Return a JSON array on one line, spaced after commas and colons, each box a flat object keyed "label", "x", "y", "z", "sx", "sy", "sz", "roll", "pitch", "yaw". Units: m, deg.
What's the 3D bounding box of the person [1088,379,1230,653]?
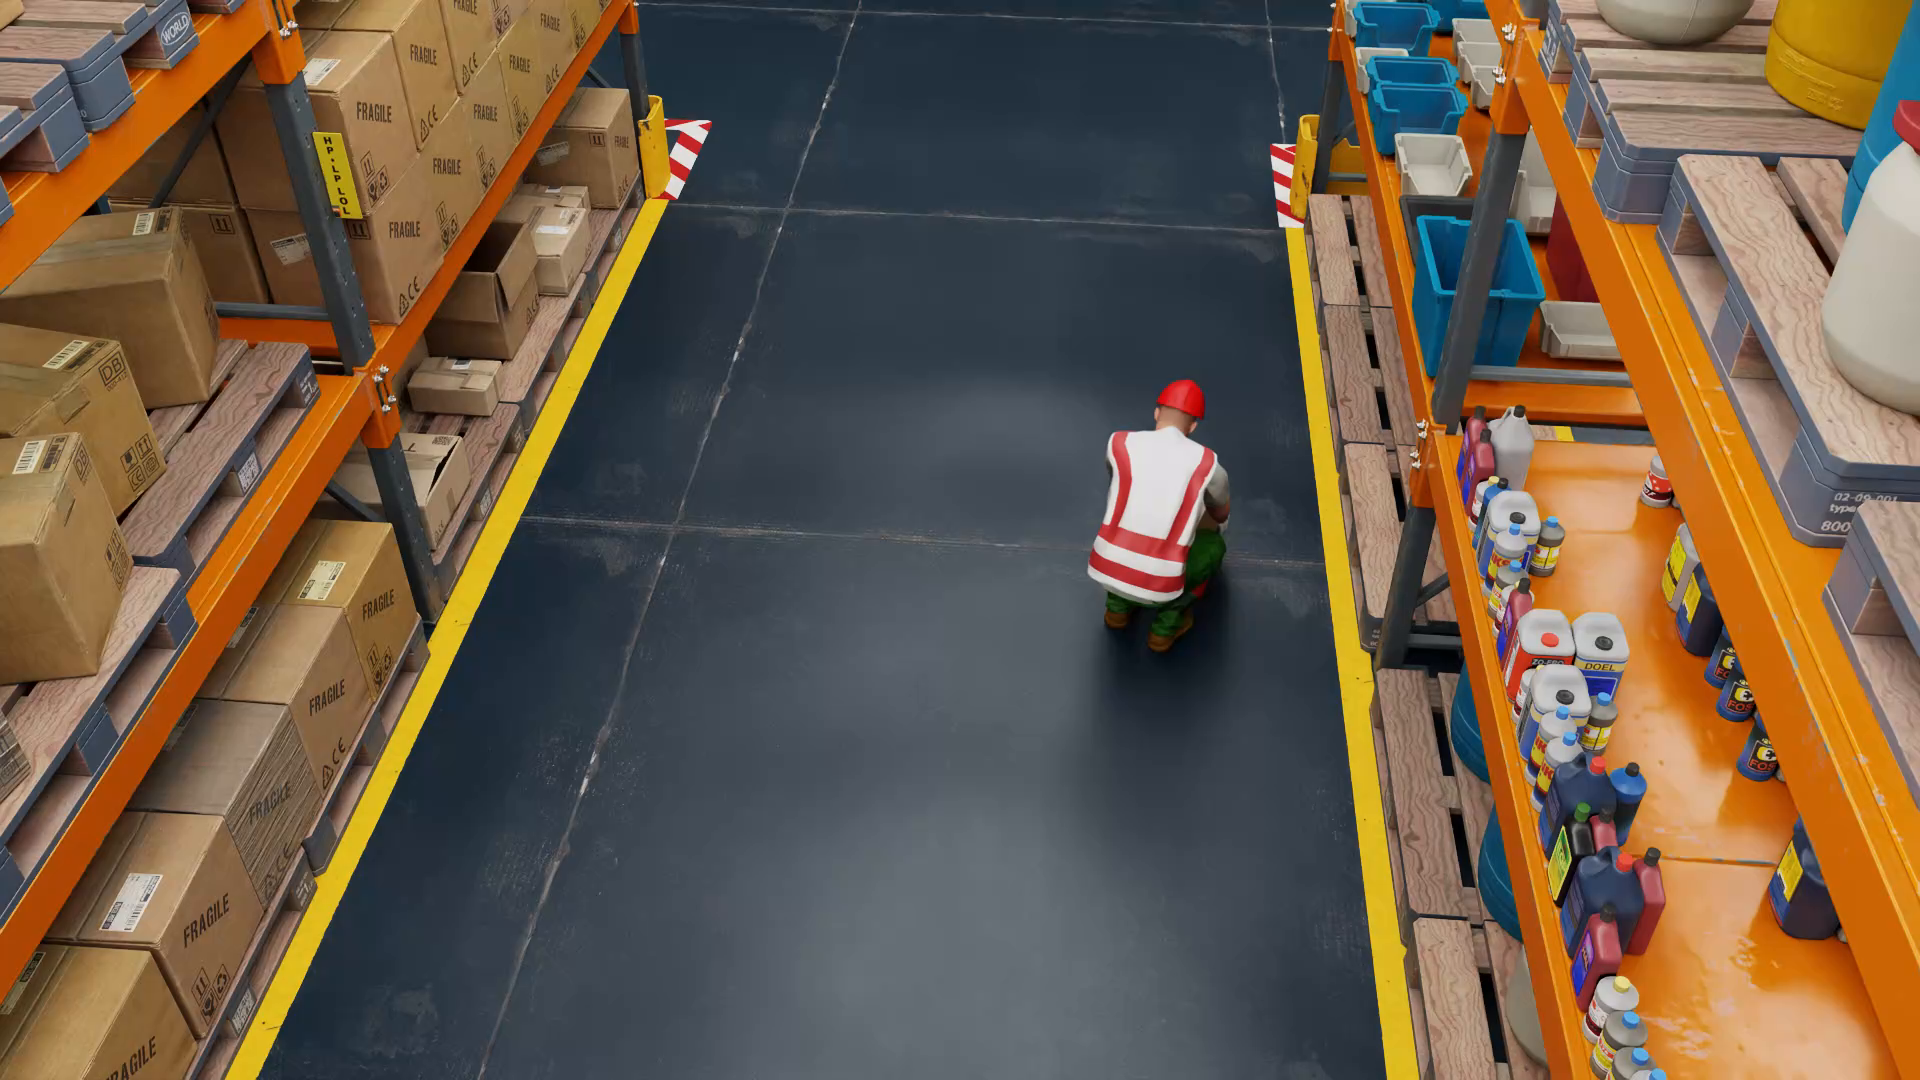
[{"label": "person", "x": 0.845, "y": -0.121, "z": 6.913, "sx": 0.554, "sy": 0.992, "sz": 0.929, "roll": 19, "pitch": 43, "yaw": 22}]
